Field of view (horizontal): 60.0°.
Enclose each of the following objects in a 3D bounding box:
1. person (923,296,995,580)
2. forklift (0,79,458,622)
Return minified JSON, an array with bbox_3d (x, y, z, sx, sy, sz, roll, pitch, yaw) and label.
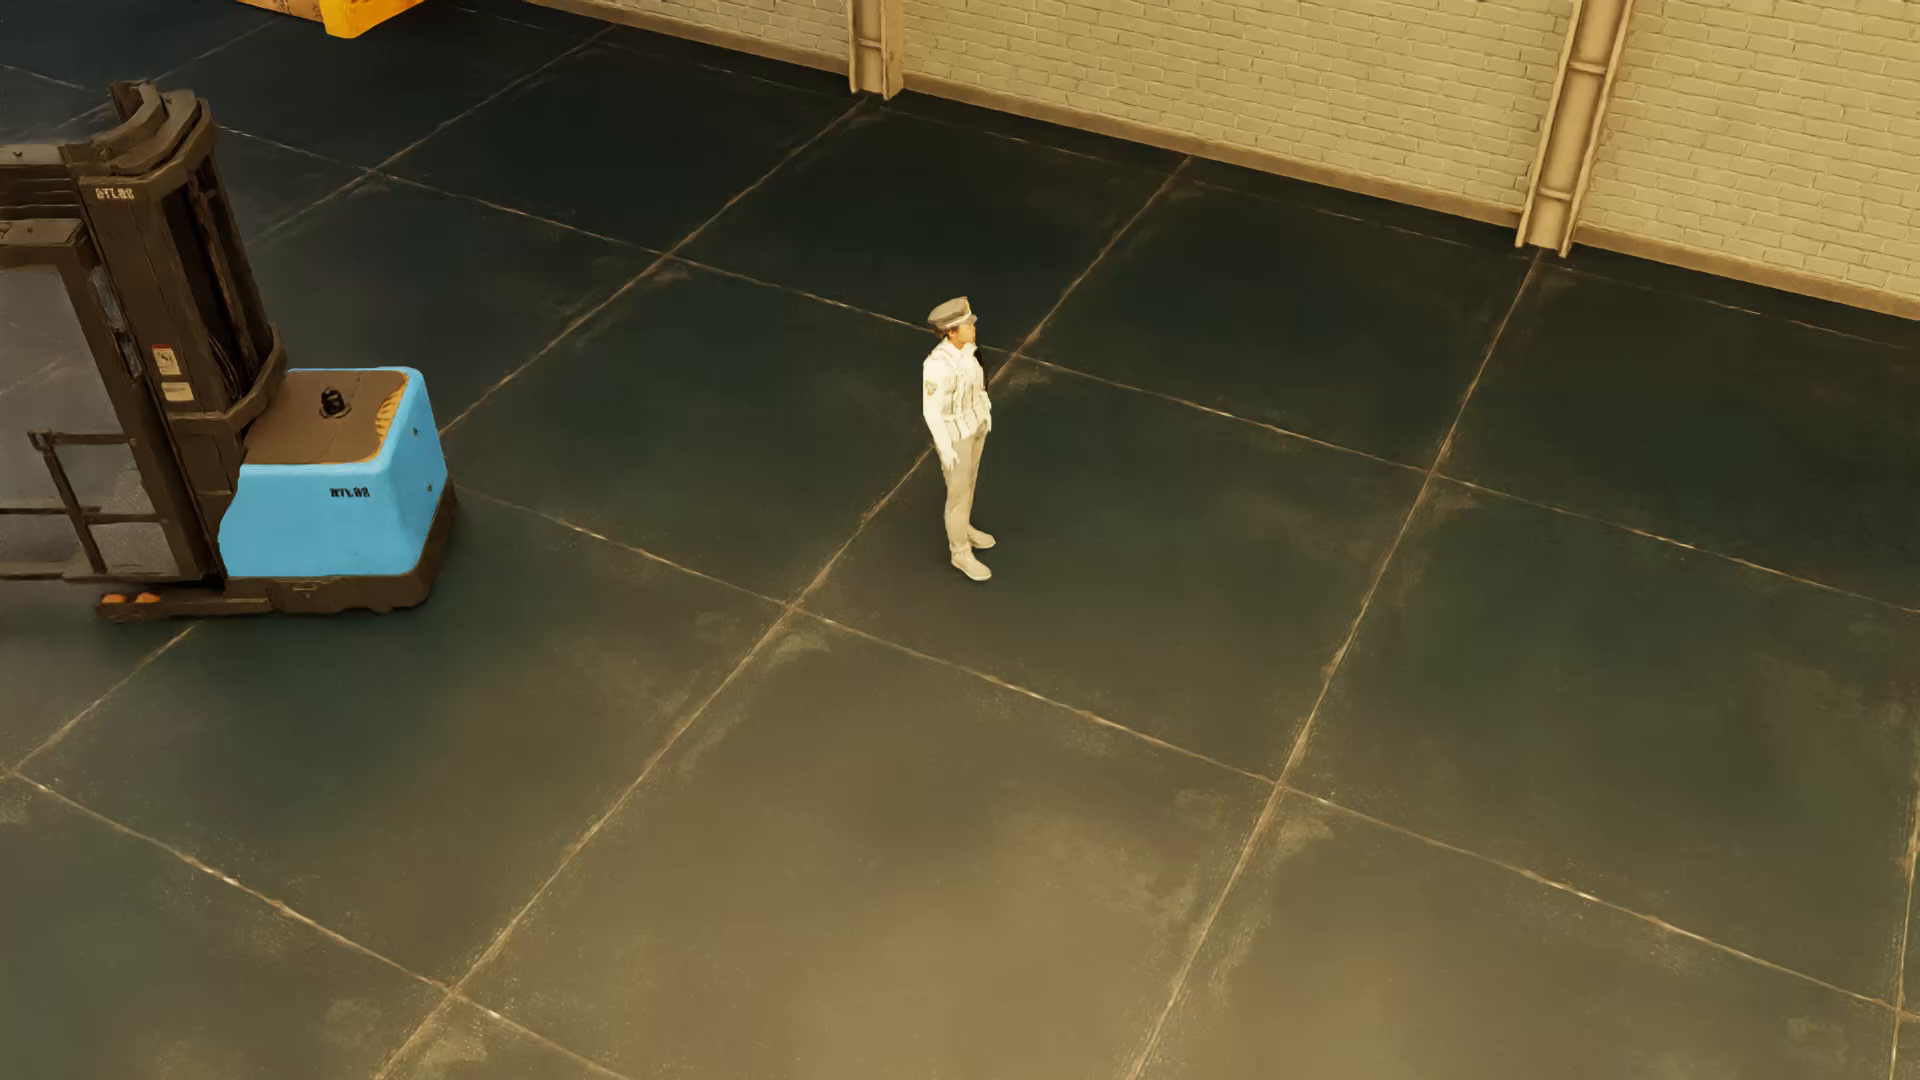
[{"bbox_3d":[0.057,-0.630,9.682,0.532,1.695,0.586,18,43,21],"label":"person"},{"bbox_3d":[-4.652,-0.992,9.165,3.031,2.935,1.130,-1,40,-1],"label":"forklift"}]
